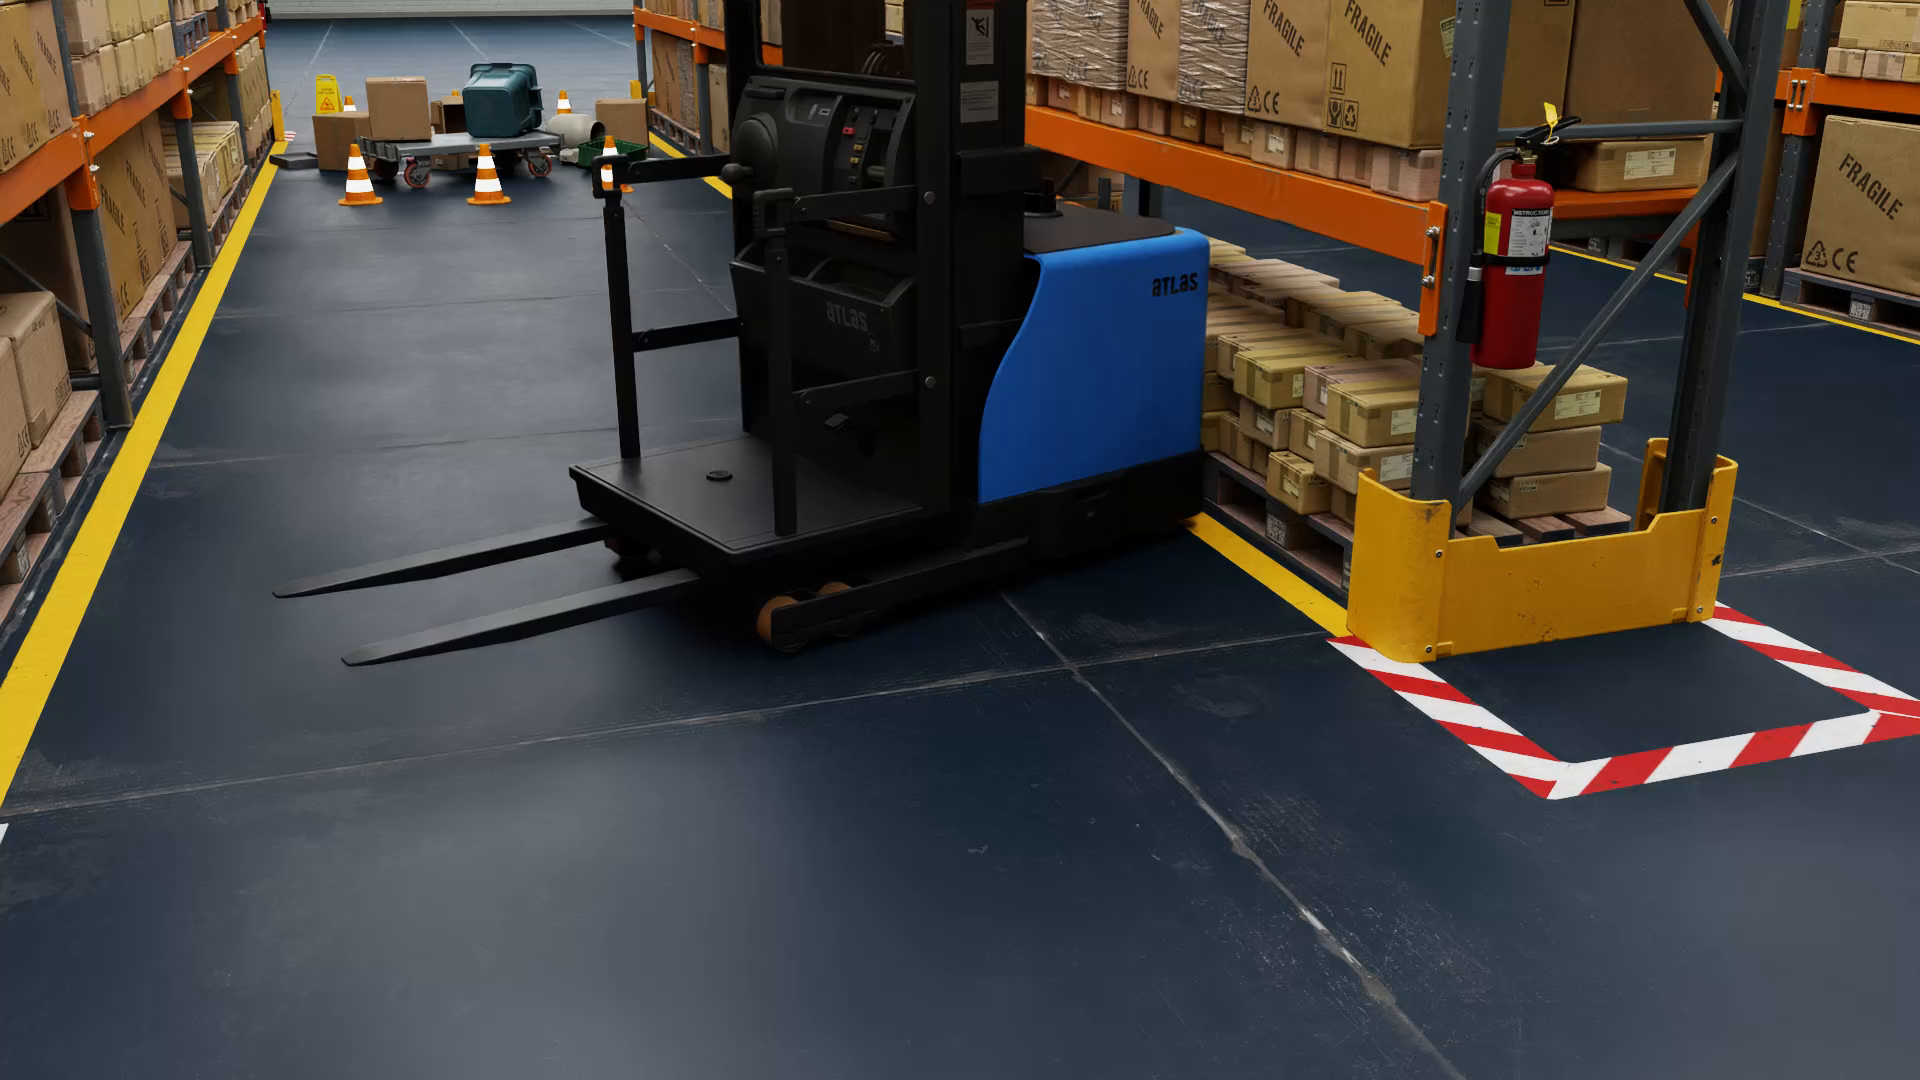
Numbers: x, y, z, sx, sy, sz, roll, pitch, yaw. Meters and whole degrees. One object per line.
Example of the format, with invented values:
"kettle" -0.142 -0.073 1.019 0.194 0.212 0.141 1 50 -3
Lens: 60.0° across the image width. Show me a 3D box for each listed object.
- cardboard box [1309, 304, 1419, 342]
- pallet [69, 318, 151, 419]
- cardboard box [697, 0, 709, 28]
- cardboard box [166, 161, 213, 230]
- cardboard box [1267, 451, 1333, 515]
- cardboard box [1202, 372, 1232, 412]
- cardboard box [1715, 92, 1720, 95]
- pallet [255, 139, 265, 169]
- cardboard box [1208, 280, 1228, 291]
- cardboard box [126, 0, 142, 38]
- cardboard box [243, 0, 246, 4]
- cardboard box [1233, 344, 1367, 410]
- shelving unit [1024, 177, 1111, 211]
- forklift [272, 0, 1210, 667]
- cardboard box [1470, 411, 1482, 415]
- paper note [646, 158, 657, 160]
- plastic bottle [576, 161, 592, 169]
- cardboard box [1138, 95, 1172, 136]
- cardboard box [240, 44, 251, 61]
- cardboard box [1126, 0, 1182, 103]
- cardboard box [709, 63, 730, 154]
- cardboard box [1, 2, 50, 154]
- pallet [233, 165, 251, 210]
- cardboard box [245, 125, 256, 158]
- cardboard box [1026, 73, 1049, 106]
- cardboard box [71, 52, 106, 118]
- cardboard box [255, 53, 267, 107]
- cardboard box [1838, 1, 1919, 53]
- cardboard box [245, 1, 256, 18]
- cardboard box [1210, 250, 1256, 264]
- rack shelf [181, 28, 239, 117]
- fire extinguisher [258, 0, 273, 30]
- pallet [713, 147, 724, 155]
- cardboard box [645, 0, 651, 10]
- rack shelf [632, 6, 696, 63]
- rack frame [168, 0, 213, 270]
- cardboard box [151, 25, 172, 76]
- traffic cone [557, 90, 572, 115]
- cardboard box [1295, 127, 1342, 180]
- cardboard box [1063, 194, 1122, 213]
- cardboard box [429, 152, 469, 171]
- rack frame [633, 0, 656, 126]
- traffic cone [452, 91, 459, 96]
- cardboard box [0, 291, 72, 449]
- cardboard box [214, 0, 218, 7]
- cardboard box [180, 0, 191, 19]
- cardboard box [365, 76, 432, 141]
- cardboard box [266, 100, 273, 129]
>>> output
"cardboard box" 1.578 -0.805 6.437 0.380 0.149 0.250 -6 20 -15
"pallet" -4.426 -0.787 7.795 1.003 0.211 1.213 -6 21 -17
"cardboard box" -2.049 -4.835 14.792 0.500 0.500 0.500 -6 21 -17
"cardboard box" -5.537 -2.286 11.111 0.950 0.372 0.625 -8 21 -21
"cardboard box" 1.273 -0.209 5.656 0.380 0.149 0.250 -6 21 -16
"cardboard box" 1.036 -0.601 6.307 0.380 0.149 0.250 -6 21 -16
"cardboard box" 4.794 -2.600 11.240 1.225 0.875 0.875 -7 21 -19
"pallet" -7.258 -3.718 15.956 1.003 0.211 1.213 -6 21 -17
"cardboard box" 0.894 -1.000 6.980 0.380 0.149 0.250 -7 21 -19
"cardboard box" -4.467 -2.686 8.441 0.500 0.250 0.500 -7 21 -19
"cardboard box" -7.003 -5.266 15.552 0.500 0.500 0.500 -6 21 -17
"cardboard box" 1.180 -0.569 5.781 0.380 0.149 0.250 -7 21 -18
"shelving unit" 0.209 -1.043 7.157 0.538 1.125 1.048 -6 21 -15
"forklift" -0.605 -1.244 5.045 3.031 2.935 1.130 -15 24 -35
"cardboard box" 1.860 -0.419 5.803 0.380 0.149 0.250 -6 21 -17
"paper note" -3.030 -3.708 16.193 0.142 0.020 0.147 12 23 30
"plastic bottle" -3.478 -3.530 15.655 0.283 0.061 0.133 17 26 39
"cardboard box" 0.923 -1.675 6.515 0.380 0.149 0.250 -6 21 -15
"cardboard box" -6.788 -4.504 15.396 0.380 0.149 0.250 -5 20 -14
"cardboard box" 0.955 -1.927 6.255 0.500 0.500 0.500 -5 20 -14
"cardboard box" -1.678 -3.934 15.139 1.050 0.750 0.750 -6 21 -17
"cardboard box" -3.556 -1.620 5.842 0.500 0.500 0.500 -7 21 -19
"pallet" -6.380 -2.865 13.580 1.003 0.211 1.213 -6 21 -17
"cardboard box" -6.555 -3.548 14.804 0.500 0.250 0.500 -7 21 -20
"cardboard box" 0.486 -2.099 7.694 0.380 0.149 0.250 -6 21 -16
"cardboard box" -3.999 -1.958 7.153 0.500 0.250 0.500 -7 21 -18
"cardboard box" -7.217 -4.570 16.540 0.500 0.500 0.500 -6 21 -15
"cardboard box" 5.195 -2.803 9.065 0.500 0.250 0.500 -7 21 -18
"cardboard box" -7.208 -5.261 16.499 0.380 0.149 0.250 -6 21 -16
"cardboard box" 1.125 -1.219 7.588 0.380 0.149 0.250 -6 21 -15
"rack shelf" -5.997 -3.446 12.138 1.077 0.370 4.000 -6 21 -17
"fire extinguisher" -7.482 -5.760 17.629 0.296 0.674 0.183 -6 21 -17
"pallet" -1.645 -3.433 15.162 1.003 0.211 1.213 -6 21 -17
"cardboard box" -3.056 -6.225 18.588 0.875 0.550 0.550 -6 21 -17
"rack shelf" -2.587 -5.288 17.267 1.077 0.370 4.000 -6 21 -17
"rack frame" -5.369 -3.143 10.230 1.000 3.000 0.127 -6 21 -17
"cardboard box" -4.788 -2.776 9.428 0.500 0.250 0.500 -6 21 -16
"traffic cone" -4.397 -4.754 18.466 0.336 0.463 0.334 -6 21 -17
"cardboard box" 1.307 -1.253 5.340 0.380 0.149 0.250 -7 21 -18
"cardboard box" 0.575 -1.704 9.301 0.500 0.500 0.500 -6 20 -15
"cardboard box" -4.845 -3.629 15.628 0.396 0.266 0.258 12 23 30
"rack frame" -3.216 -6.269 18.932 1.000 3.000 0.127 -6 21 -17
"traffic cone" -5.577 -4.743 18.436 0.336 0.463 0.334 -6 21 -17
"cardboard box" -4.016 -0.638 6.426 0.875 0.438 0.875 -7 21 -18
"cardboard box" -6.202 -4.370 13.397 0.380 0.149 0.250 -6 21 -16
"cardboard box" -5.461 -3.624 11.319 0.380 0.149 0.250 -6 21 -17
"cardboard box" -4.946 -3.805 14.651 0.500 0.500 0.500 -6 21 -17
"cardboard box" -7.366 -4.375 17.107 0.500 0.250 0.500 -6 21 -17
